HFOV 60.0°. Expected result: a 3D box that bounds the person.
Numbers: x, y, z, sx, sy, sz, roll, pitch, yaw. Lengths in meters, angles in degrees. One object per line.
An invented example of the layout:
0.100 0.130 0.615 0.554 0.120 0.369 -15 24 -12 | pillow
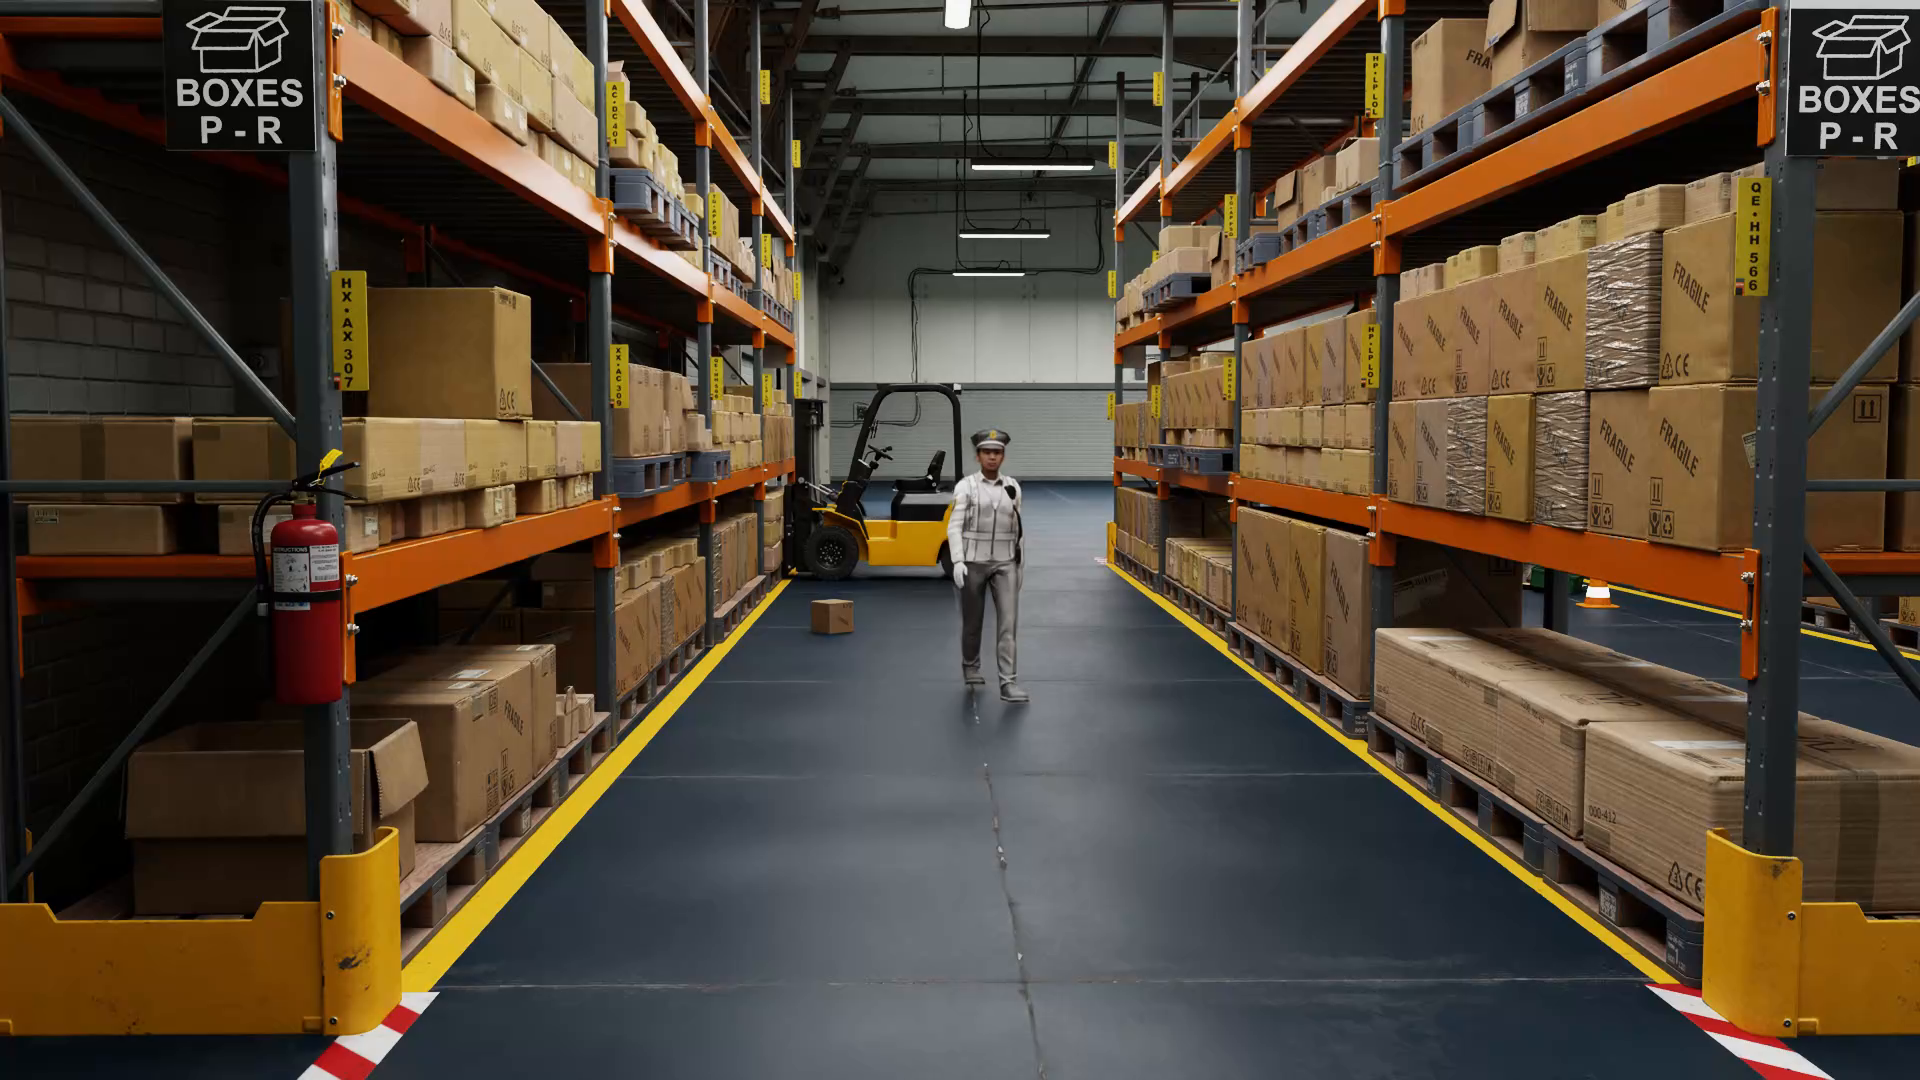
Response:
0.175 0.136 10.172 0.514 1.633 0.994 -1 4 -9 | person
